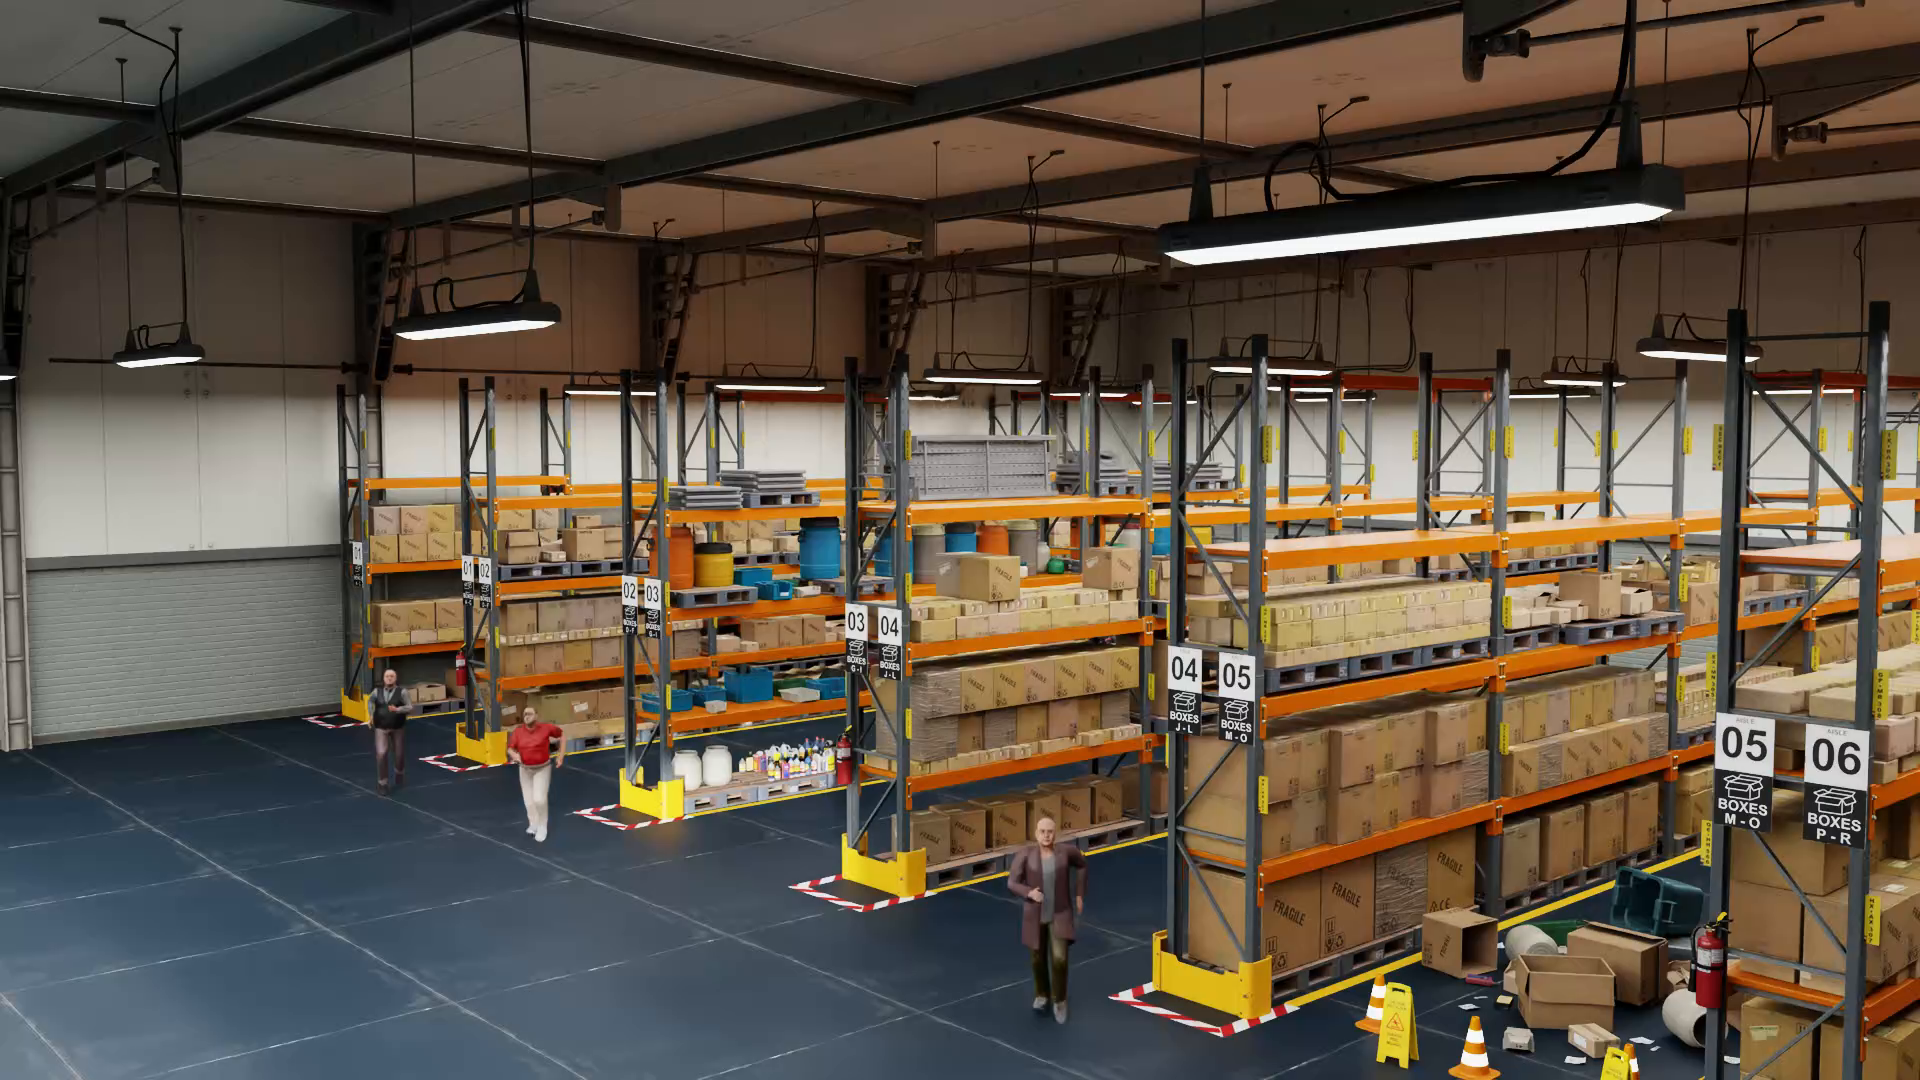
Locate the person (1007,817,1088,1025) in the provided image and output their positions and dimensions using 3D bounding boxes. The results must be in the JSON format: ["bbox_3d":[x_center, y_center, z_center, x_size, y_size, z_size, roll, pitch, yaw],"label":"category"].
[{"bbox_3d":[0.762,3.323,14.540,0.699,1.803,0.812,0,4,5],"label":"person"}]

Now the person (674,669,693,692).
[{"bbox_3d":[-5.055,2.336,30.649,0.554,1.667,0.867,3,5,41],"label":"person"}]

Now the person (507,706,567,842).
[{"bbox_3d":[-5.336,2.939,20.919,0.675,1.710,0.871,0,4,2],"label":"person"}]

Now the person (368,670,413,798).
[{"bbox_3d":[-8.148,2.730,23.789,0.637,1.762,0.859,-1,4,-15],"label":"person"}]
